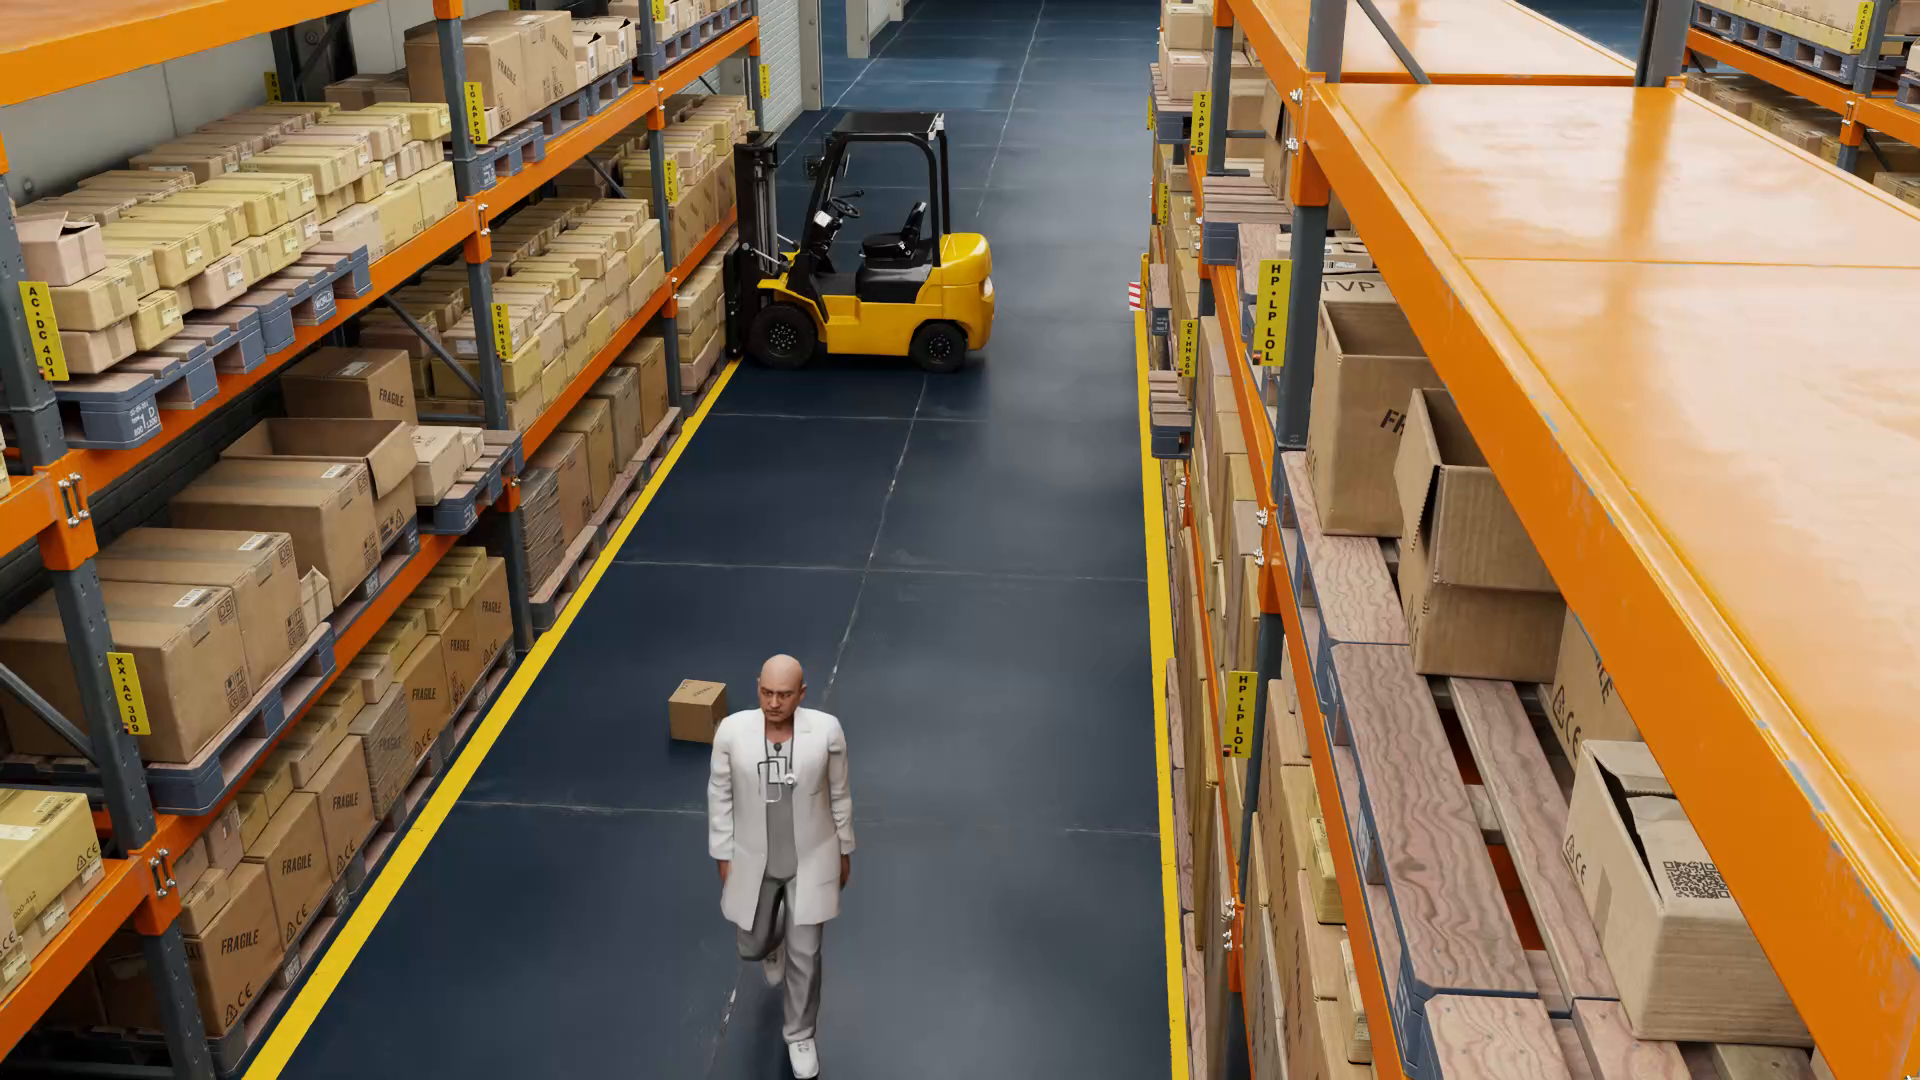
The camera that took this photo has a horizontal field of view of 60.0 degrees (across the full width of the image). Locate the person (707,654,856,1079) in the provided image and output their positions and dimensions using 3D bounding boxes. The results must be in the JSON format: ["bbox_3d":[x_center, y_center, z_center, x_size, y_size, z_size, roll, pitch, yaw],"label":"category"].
[{"bbox_3d":[-0.722,1.261,6.773,0.594,1.753,0.809,-1,24,-2],"label":"person"}]
